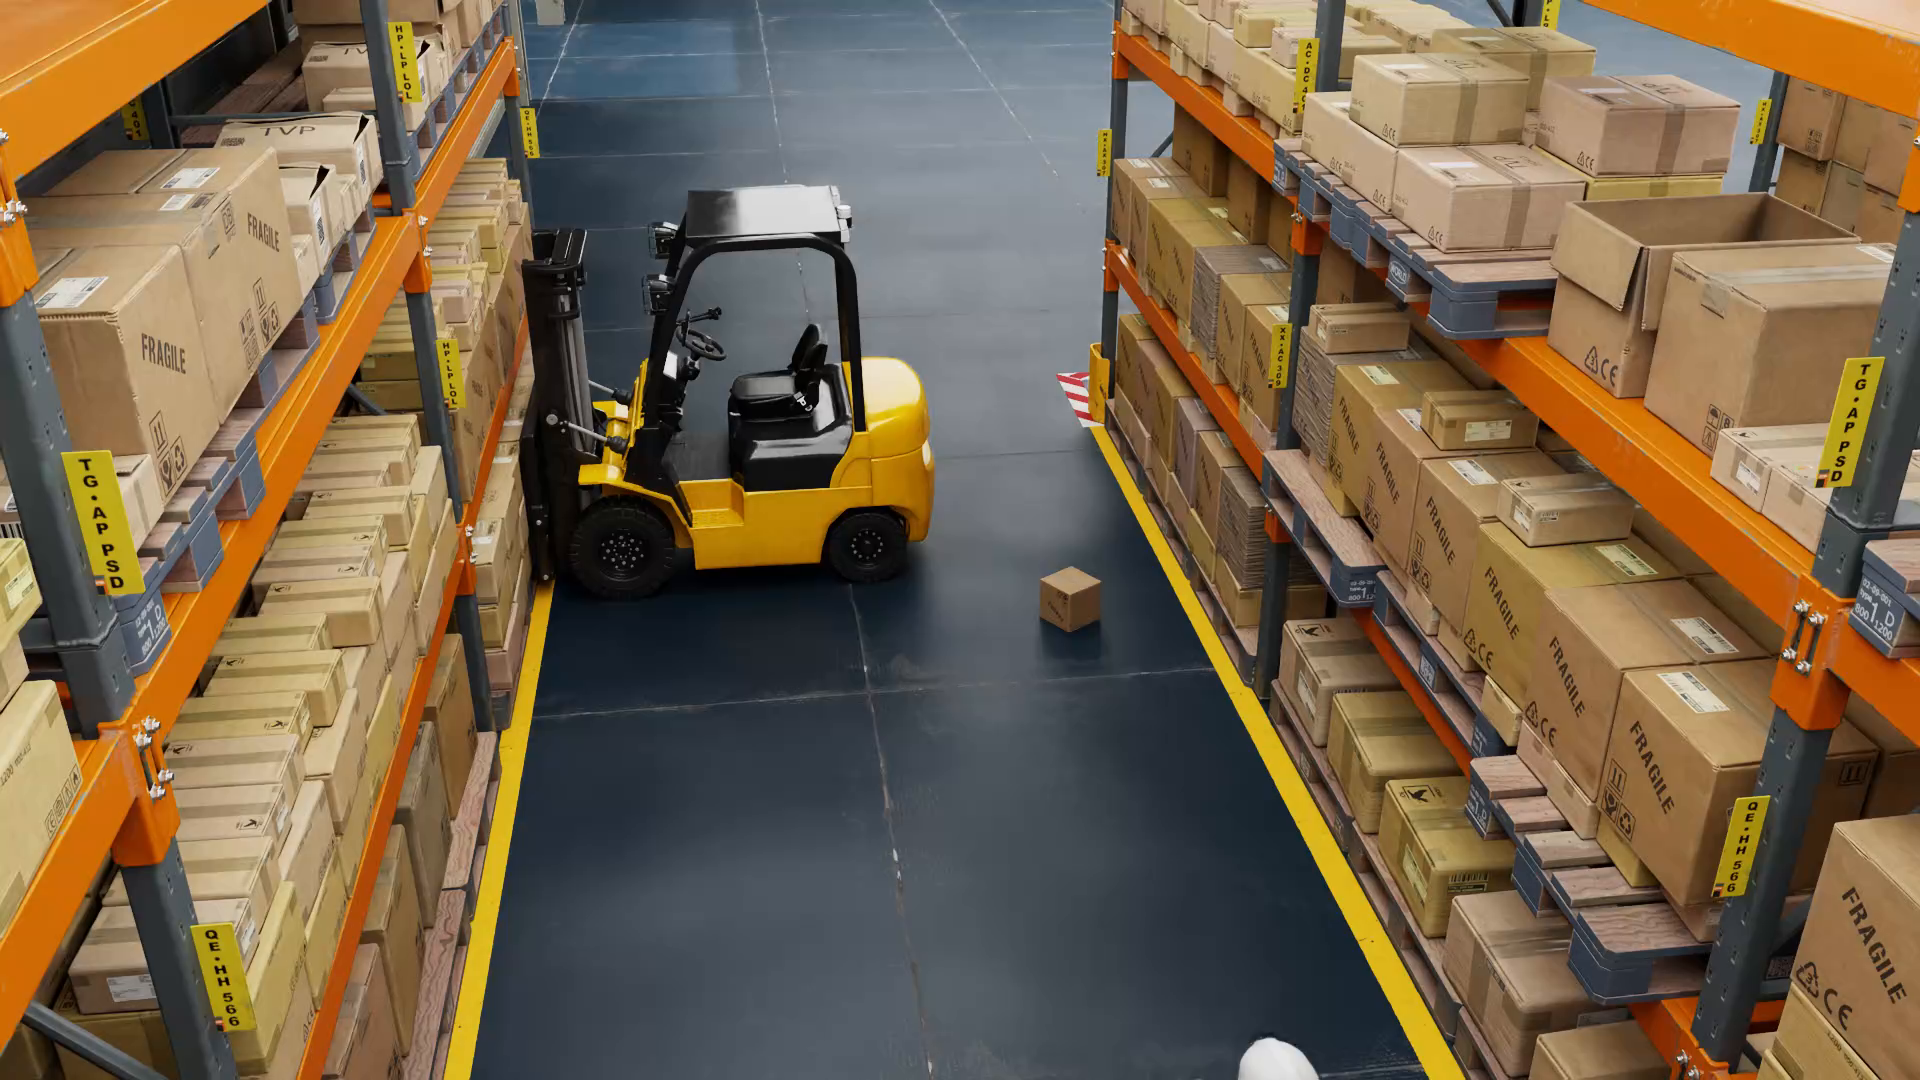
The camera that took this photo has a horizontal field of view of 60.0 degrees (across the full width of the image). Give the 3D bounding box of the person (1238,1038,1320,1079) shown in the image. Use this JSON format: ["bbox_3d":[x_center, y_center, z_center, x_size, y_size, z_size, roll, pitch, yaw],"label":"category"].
[{"bbox_3d":[0.840,2.060,4.533,0.575,1.744,0.806,-4,27,-7],"label":"person"}]
